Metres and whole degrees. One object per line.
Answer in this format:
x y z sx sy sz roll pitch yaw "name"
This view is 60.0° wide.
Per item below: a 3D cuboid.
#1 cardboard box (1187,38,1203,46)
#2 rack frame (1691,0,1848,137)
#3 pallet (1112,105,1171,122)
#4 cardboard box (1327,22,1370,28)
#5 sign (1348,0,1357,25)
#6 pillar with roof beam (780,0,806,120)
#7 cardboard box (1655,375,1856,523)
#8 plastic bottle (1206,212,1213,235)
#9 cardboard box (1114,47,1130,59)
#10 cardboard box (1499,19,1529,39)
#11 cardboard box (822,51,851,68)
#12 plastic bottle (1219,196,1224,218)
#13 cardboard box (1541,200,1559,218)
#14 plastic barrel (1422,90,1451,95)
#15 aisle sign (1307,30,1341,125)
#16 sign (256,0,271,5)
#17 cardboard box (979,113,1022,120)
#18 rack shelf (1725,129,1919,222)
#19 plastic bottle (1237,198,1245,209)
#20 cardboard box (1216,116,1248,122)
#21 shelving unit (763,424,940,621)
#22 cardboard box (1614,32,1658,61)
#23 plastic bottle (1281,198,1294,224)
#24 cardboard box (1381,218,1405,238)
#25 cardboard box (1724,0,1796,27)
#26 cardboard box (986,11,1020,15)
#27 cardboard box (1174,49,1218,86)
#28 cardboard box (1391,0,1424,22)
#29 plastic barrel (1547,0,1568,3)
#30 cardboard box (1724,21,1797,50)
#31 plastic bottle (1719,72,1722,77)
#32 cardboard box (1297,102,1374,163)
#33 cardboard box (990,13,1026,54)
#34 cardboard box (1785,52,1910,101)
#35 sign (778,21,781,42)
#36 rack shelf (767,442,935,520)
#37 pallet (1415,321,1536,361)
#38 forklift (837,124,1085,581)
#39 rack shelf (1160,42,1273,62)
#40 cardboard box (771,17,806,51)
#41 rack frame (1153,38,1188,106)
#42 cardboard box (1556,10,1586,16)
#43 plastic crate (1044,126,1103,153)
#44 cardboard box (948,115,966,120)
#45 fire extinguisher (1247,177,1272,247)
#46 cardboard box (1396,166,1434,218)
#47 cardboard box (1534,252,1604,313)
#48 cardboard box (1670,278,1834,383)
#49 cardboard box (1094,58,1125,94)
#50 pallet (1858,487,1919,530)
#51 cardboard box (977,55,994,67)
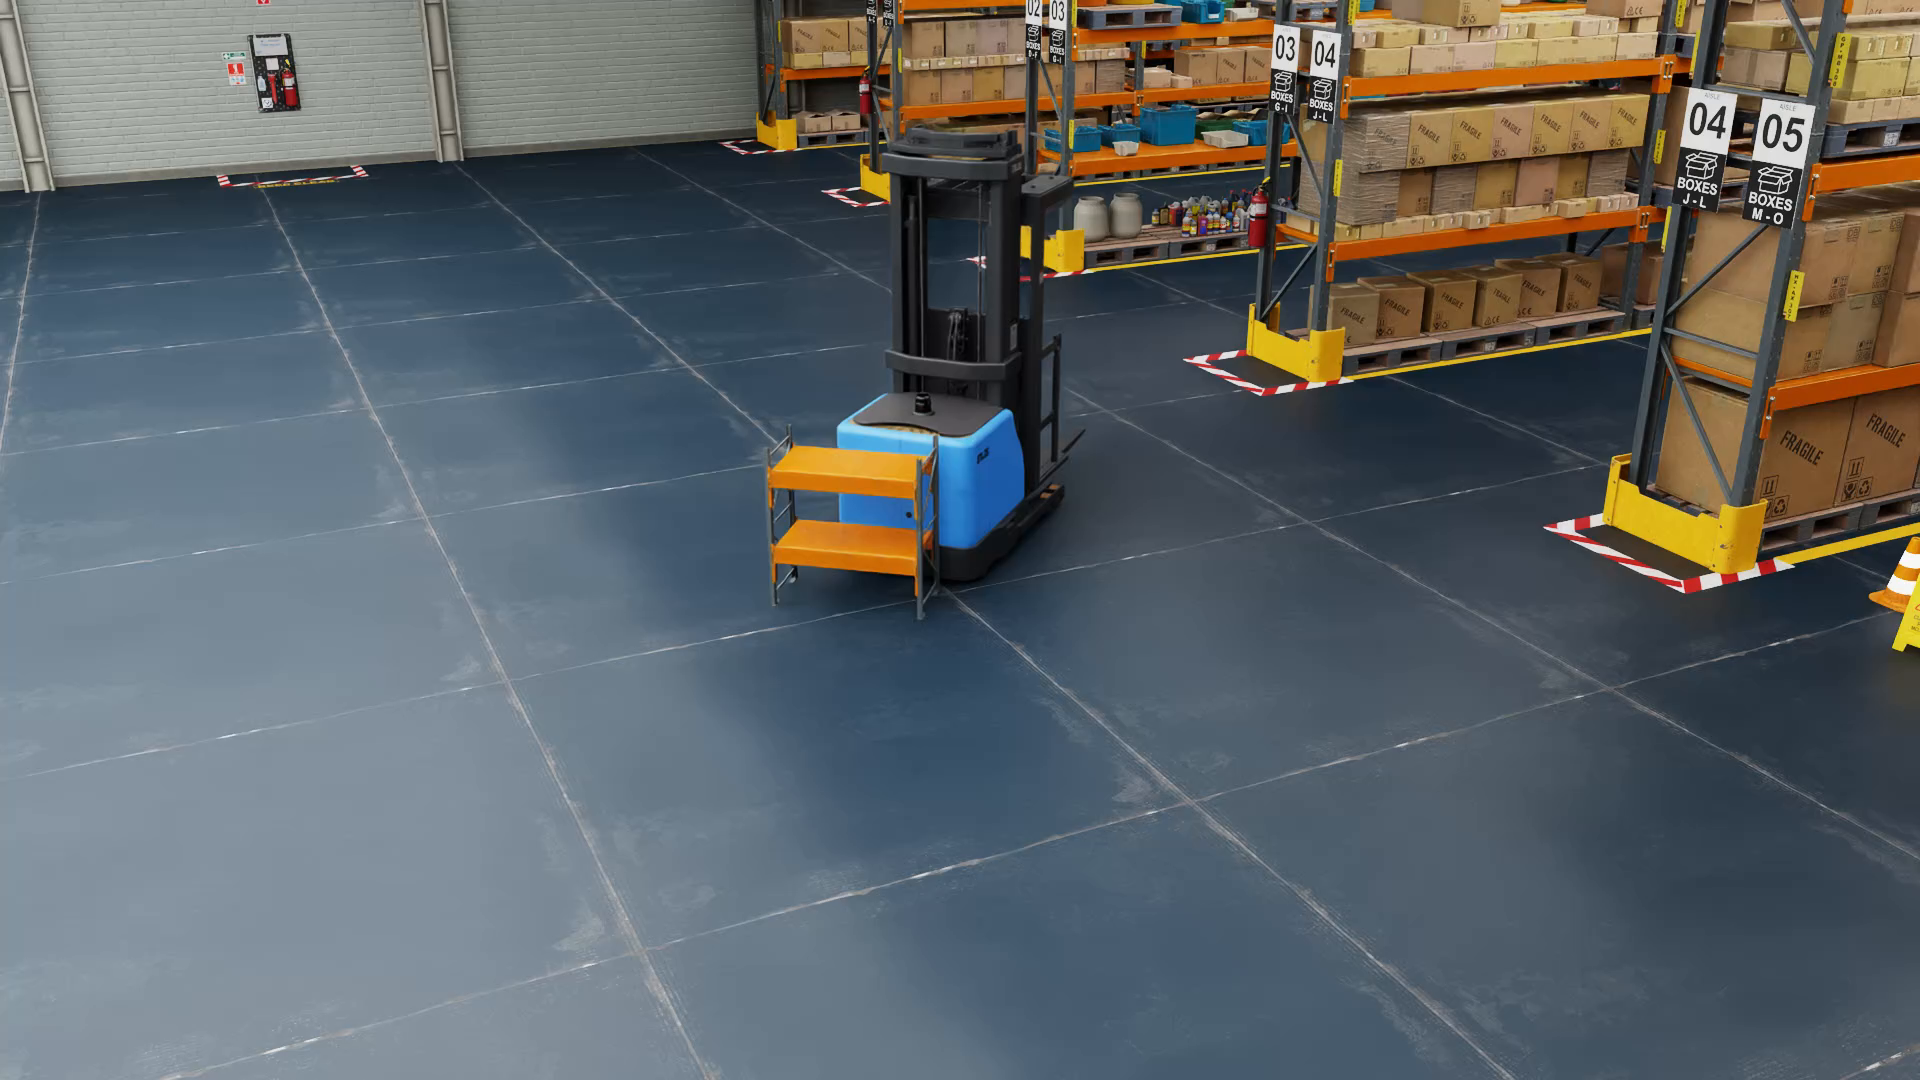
4.373 -9.411 31.365 0.250 0.149 0.380 -11 25 -24 "cardboard box"
5.272 -4.140 10.487 0.127 3.000 1.000 -10 25 -24 "rack frame"
3.271 -8.125 31.603 1.213 0.211 1.003 -10 25 -24 "pallet"
3.613 -4.752 15.561 0.250 0.149 0.380 -11 25 -25 "cardboard box"
3.448 -4.697 14.612 0.005 0.325 0.100 -10 25 -24 "sign"
-1.110 -9.918 24.445 0.400 9.000 9.100 -10 25 -24 "pillar with roof beam"
5.855 -0.716 12.287 0.875 0.875 0.875 -10 25 -23 "cardboard box"
3.142 -3.994 20.970 0.097 0.271 0.097 0 22 0 "plastic bottle"
2.371 -7.400 25.225 0.250 0.149 0.380 -10 25 -24 "cardboard box"
5.182 -4.871 15.848 0.250 0.149 0.380 -11 25 -26 "cardboard box"
-2.193 -8.218 28.352 0.500 0.250 0.500 -11 25 -25 "cardboard box"
3.424 -4.378 21.881 0.133 0.283 0.061 -9 24 -21 "plastic bottle"
5.810 -3.370 16.798 0.250 0.149 0.380 -10 25 -24 "cardboard box"
6.287 -5.733 21.999 0.433 0.535 0.433 0 22 0 "plastic barrel"
3.286 -4.182 15.032 0.004 0.787 0.394 -10 25 -24 "aisle sign"
-10.677 -8.342 25.450 0.199 0.298 0.001 -10 25 -24 "sign"
0.619 -6.224 25.430 0.500 0.500 0.500 -10 25 -24 "cardboard box"
7.074 -2.754 12.000 4.000 0.370 1.077 -10 25 -24 "rack shelf"
3.683 -4.351 21.832 0.097 0.271 0.097 0 22 0 "plastic bottle"
4.389 -6.594 26.570 0.500 0.311 0.500 -10 24 -22 "cardboard box"
-0.706 -0.125 11.080 1.048 1.125 0.538 5 23 12 "shelving unit"
6.519 -4.909 16.462 0.500 0.250 0.500 -9 24 -22 "cardboard box"
4.213 -4.238 21.455 0.185 0.351 0.144 -11 25 -25 "plastic bottle"
4.038 -3.015 15.940 0.250 0.149 0.380 -10 25 -24 "cardboard box"
8.131 -5.586 17.217 0.637 0.503 0.797 -9 24 -21 "cardboard box"
0.845 -9.201 29.851 0.500 0.500 0.700 -10 25 -23 "cardboard box"
3.697 -7.428 26.142 0.500 0.500 0.500 -9 24 -20 "cardboard box"
4.499 -5.240 15.891 0.500 0.500 0.500 -10 25 -24 "cardboard box"
8.072 -7.384 22.448 0.294 0.245 0.294 0 22 0 "plastic barrel"
5.429 -3.420 11.274 0.250 0.149 0.380 -10 25 -23 "cardboard box"
11.383 -6.816 24.858 0.185 0.351 0.144 -10 25 -24 "plastic bottle"
3.601 -3.917 15.963 0.500 0.500 0.500 -10 25 -24 "cardboard box"
0.770 -7.493 24.602 0.500 0.500 0.700 -10 25 -24 "cardboard box"
5.818 -3.054 10.913 0.500 0.250 0.500 -10 25 -24 "cardboard box"
-2.997 -8.429 27.559 0.005 0.325 0.100 -10 25 -24 "sign"
-0.706 -0.395 10.968 1.000 0.278 0.538 5 23 12 "rack shelf"
5.126 -2.142 17.149 1.213 0.211 1.003 -10 25 -24 "pallet"
0.167 -1.605 12.296 1.130 2.935 3.031 9 24 20 "forklift"
5.778 -9.542 32.321 4.000 0.370 1.077 -10 25 -24 "rack shelf"
-2.900 -8.654 28.423 0.500 0.500 0.500 -11 25 -24 "cardboard box"
3.976 -9.543 31.382 0.127 3.000 1.000 -10 25 -24 "rack frame"
6.180 -5.244 16.749 0.250 0.149 0.380 -12 25 -26 "cardboard box"
1.385 -4.919 20.406 0.616 0.251 0.499 -10 25 -24 "plastic crate"
-0.097 -7.674 29.997 0.250 0.166 0.380 -14 26 -30 "cardboard box"
2.909 -3.199 16.157 0.183 0.674 0.296 -10 25 -24 "fire extinguisher"
4.118 -3.484 16.226 0.500 0.500 0.875 -10 25 -24 "cardboard box"
6.439 -2.745 17.678 0.500 0.500 0.500 -11 25 -25 "cardboard box"
5.587 -1.515 11.792 0.550 0.550 0.875 -10 25 -24 "cardboard box"
2.126 -7.143 25.454 0.500 0.500 0.700 -11 25 -25 "cardboard box"
7.057 -0.441 13.038 1.213 0.211 1.003 -10 25 -24 "pallet"
0.296 -7.018 24.303 0.250 0.149 0.380 -11 25 -25 "cardboard box"
